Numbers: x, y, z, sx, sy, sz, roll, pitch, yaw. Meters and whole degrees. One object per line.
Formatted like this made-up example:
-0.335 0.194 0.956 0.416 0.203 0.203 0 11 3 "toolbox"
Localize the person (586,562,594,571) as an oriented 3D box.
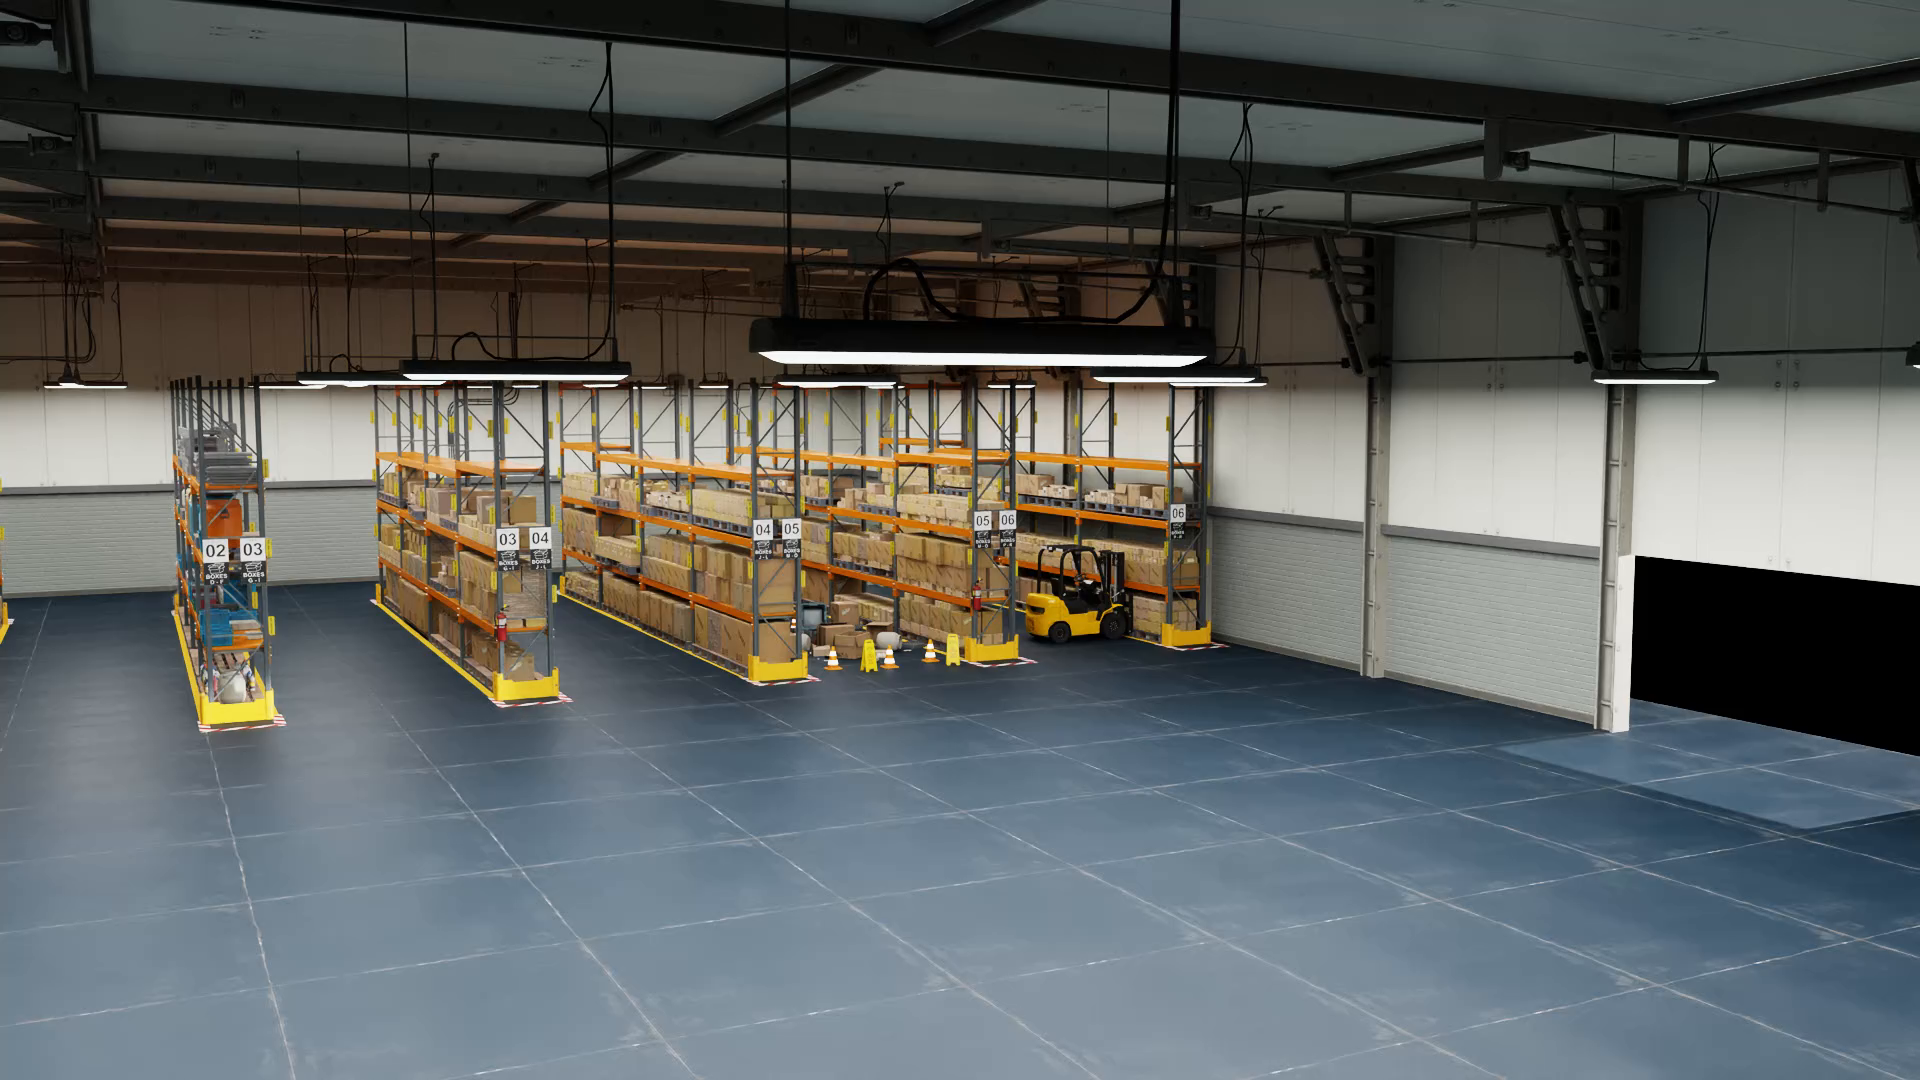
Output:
-11.231 0.492 50.487 0.572 1.505 0.725 1 5 11 "person"
